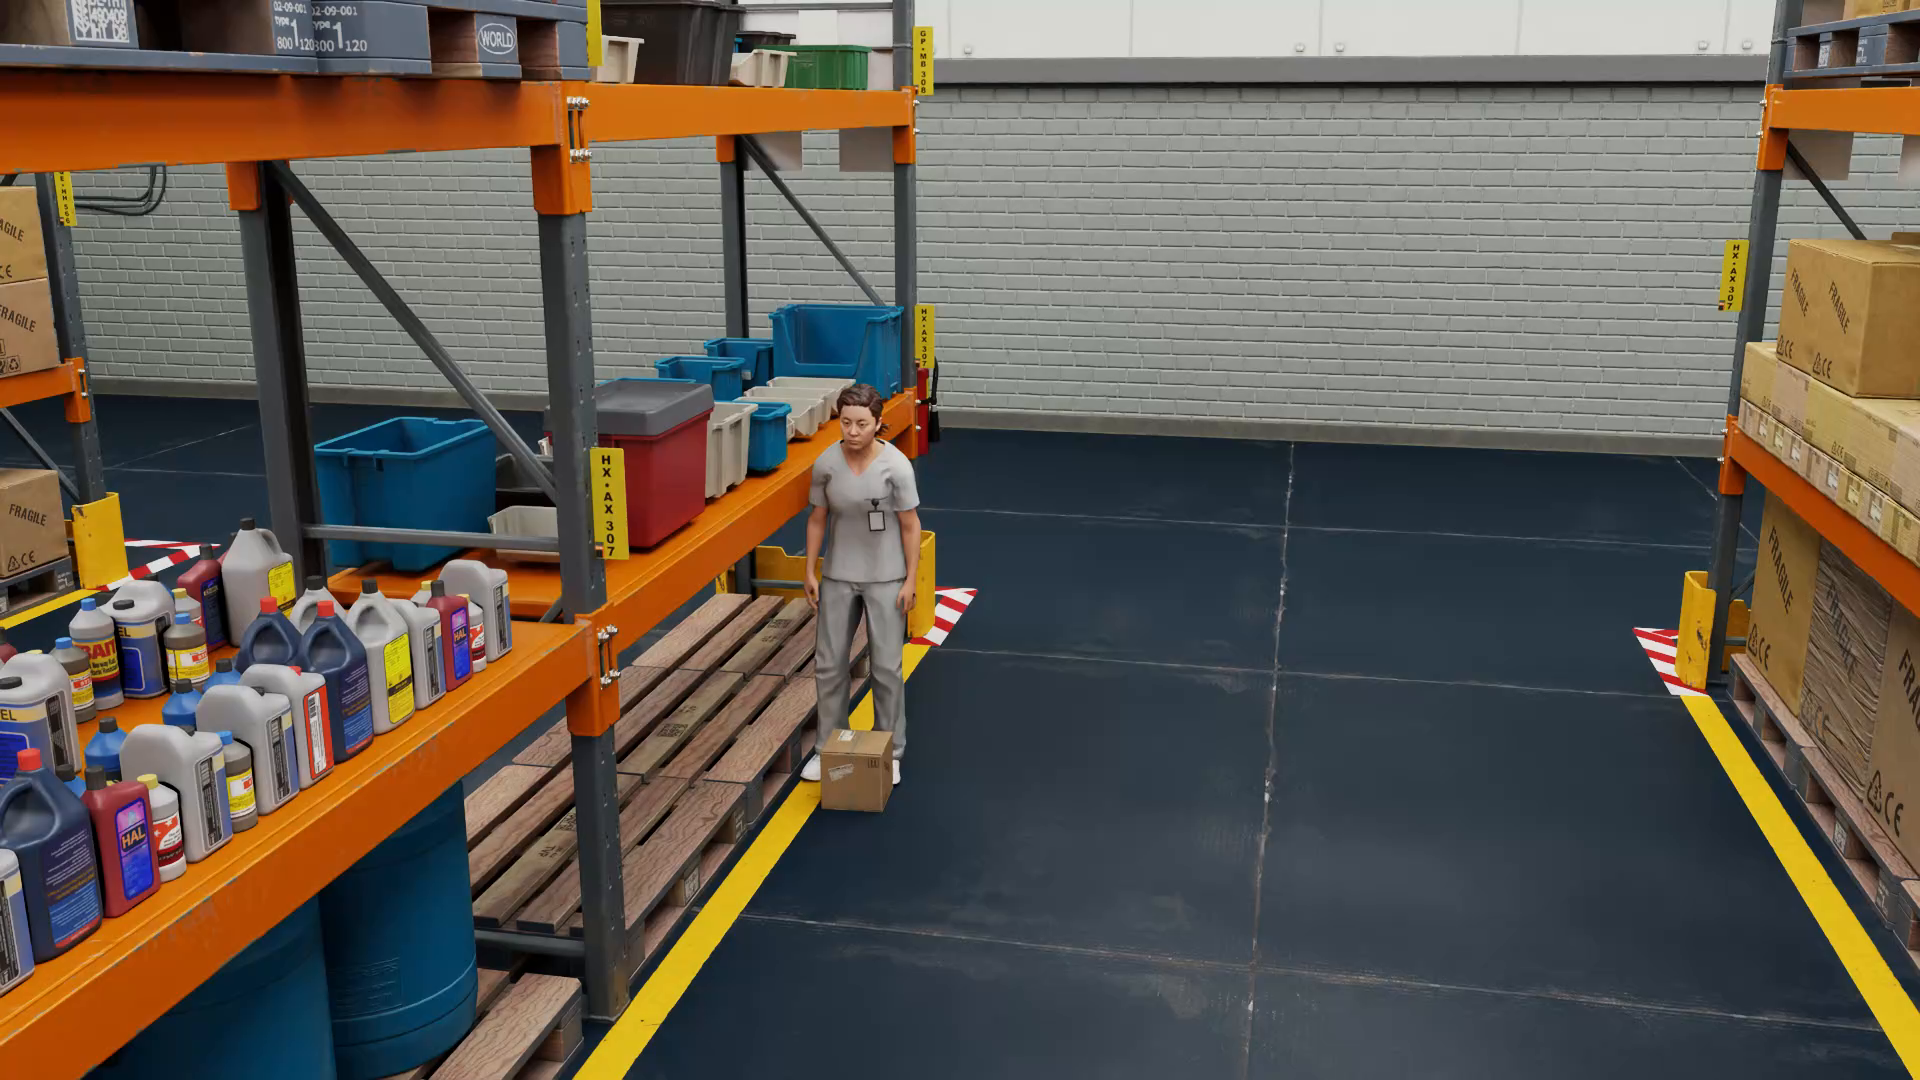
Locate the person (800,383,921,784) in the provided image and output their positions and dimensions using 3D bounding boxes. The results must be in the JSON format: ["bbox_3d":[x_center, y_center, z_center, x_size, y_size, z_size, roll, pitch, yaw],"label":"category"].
[{"bbox_3d":[-0.403,0.176,6.843,0.486,1.673,0.358,3,15,12],"label":"person"}]
